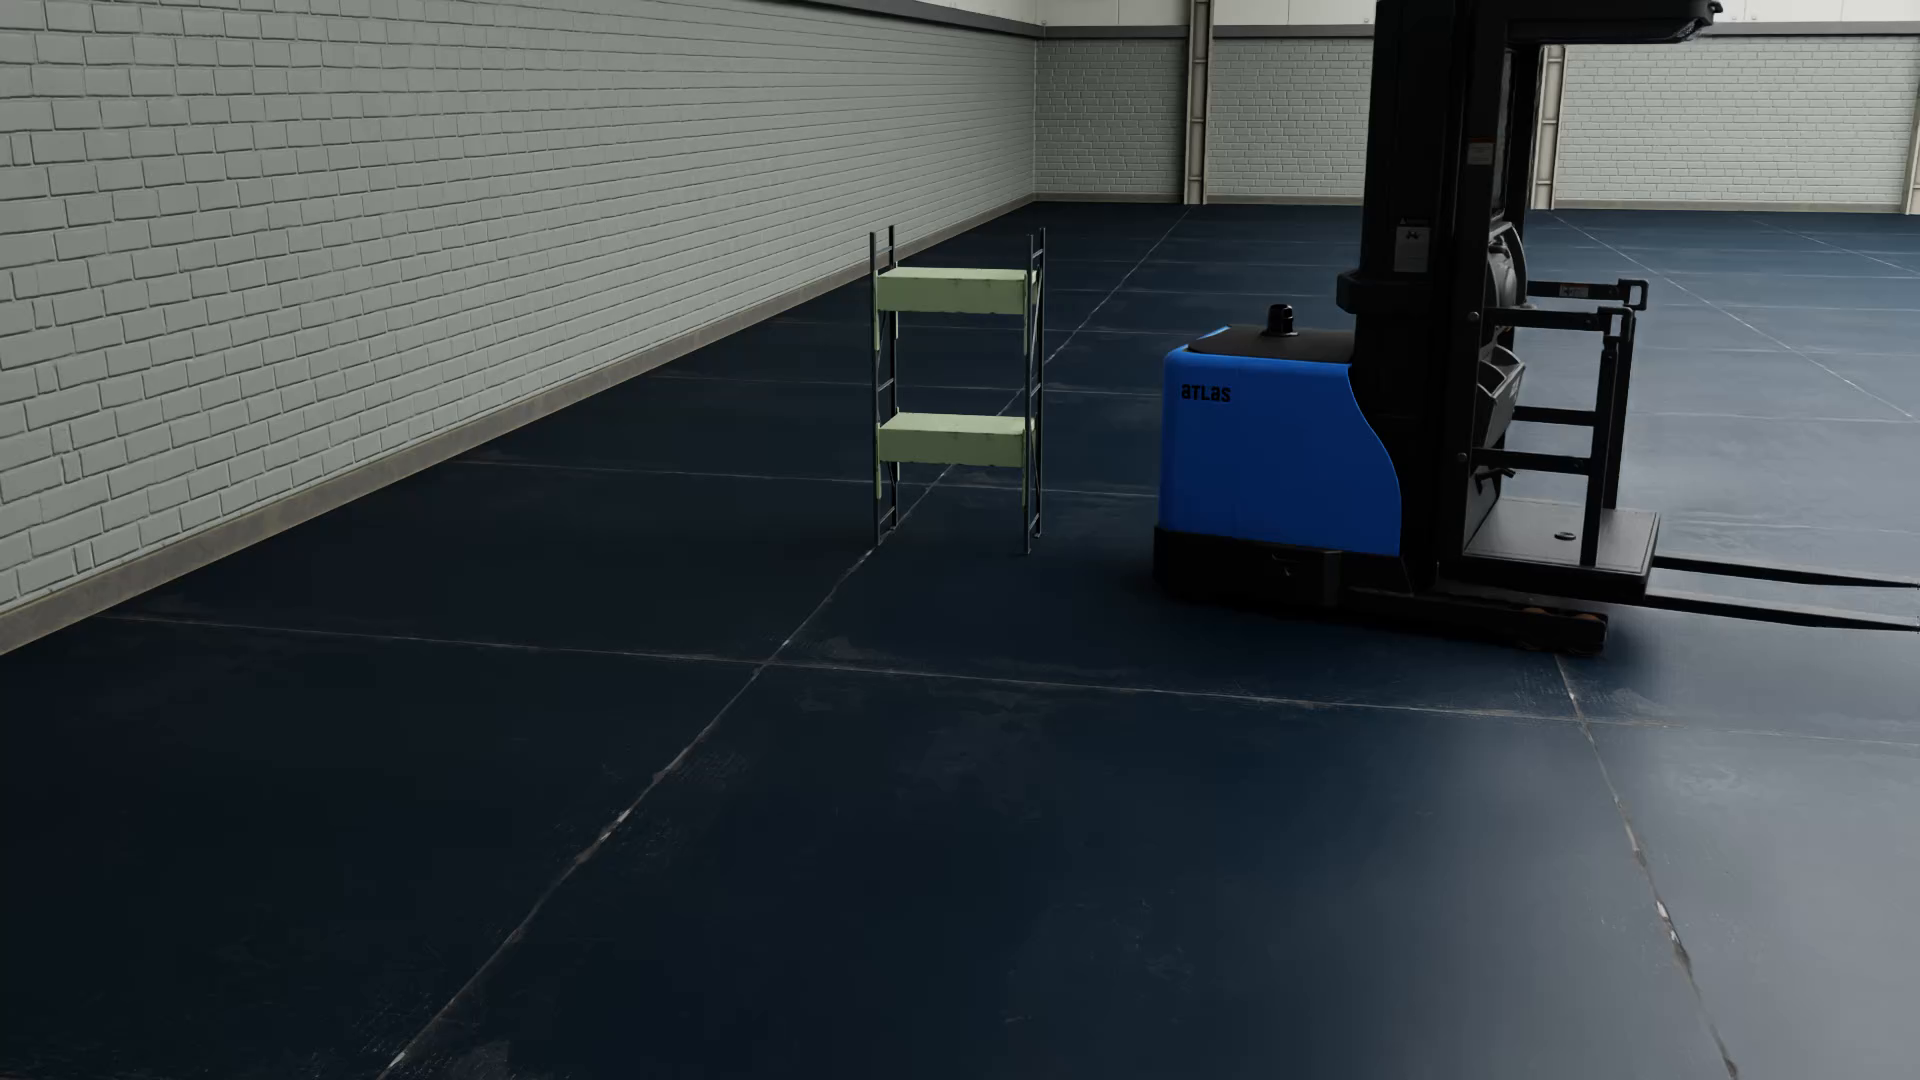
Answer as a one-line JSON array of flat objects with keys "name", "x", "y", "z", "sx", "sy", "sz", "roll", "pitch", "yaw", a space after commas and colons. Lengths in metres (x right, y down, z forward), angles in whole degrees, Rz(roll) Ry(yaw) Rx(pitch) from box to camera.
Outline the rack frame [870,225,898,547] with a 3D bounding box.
[{"name": "rack frame", "x": -0.365, "y": -0.743, "z": 8.026, "sx": 0.023, "sy": 1.500, "sz": 0.400, "roll": 3, "pitch": 16, "yaw": 11}]

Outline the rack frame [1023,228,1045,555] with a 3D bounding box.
[{"name": "rack frame", "x": 0.352, "y": -0.704, "z": 7.885, "sx": 0.023, "sy": 1.500, "sz": 0.400, "roll": 3, "pitch": 16, "yaw": 11}]

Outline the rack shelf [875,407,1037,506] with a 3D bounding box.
[{"name": "rack shelf", "x": -0.007, "y": -0.409, "z": 8.043, "sx": 0.720, "sy": 0.370, "sz": 0.431, "roll": 3, "pitch": 16, "yaw": 11}]

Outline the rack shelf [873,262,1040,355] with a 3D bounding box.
[{"name": "rack shelf", "x": -0.007, "y": -1.099, "z": 7.851, "sx": 0.720, "sy": 0.370, "sz": 0.431, "roll": 3, "pitch": 16, "yaw": 11}]

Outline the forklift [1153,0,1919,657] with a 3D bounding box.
[{"name": "forklift", "x": 2.404, "y": -1.116, "z": 6.694, "sx": 3.031, "sy": 2.935, "sz": 1.130, "roll": 7, "pitch": 17, "yaw": 24}]

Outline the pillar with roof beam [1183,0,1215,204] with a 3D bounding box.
[{"name": "pillar with roof beam", "x": 3.414, "y": -9.321, "z": 24.948, "sx": 0.400, "sy": 9.000, "sz": 9.100, "roll": 3, "pitch": 16, "yaw": 11}]

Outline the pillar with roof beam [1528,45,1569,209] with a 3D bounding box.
[{"name": "pillar with roof beam", "x": 9.293, "y": -9.002, "z": 23.796, "sx": 0.400, "sy": 9.000, "sz": 9.100, "roll": 3, "pitch": 16, "yaw": 11}]

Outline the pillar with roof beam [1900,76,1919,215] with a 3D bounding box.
[{"name": "pillar with roof beam", "x": 15.173, "y": -8.683, "z": 22.643, "sx": 0.400, "sy": 9.000, "sz": 9.100, "roll": 3, "pitch": 16, "yaw": 11}]

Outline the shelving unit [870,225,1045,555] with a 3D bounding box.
[{"name": "shelving unit", "x": -0.007, "y": -0.723, "z": 7.956, "sx": 0.755, "sy": 1.500, "sz": 0.431, "roll": 3, "pitch": 16, "yaw": 11}]
